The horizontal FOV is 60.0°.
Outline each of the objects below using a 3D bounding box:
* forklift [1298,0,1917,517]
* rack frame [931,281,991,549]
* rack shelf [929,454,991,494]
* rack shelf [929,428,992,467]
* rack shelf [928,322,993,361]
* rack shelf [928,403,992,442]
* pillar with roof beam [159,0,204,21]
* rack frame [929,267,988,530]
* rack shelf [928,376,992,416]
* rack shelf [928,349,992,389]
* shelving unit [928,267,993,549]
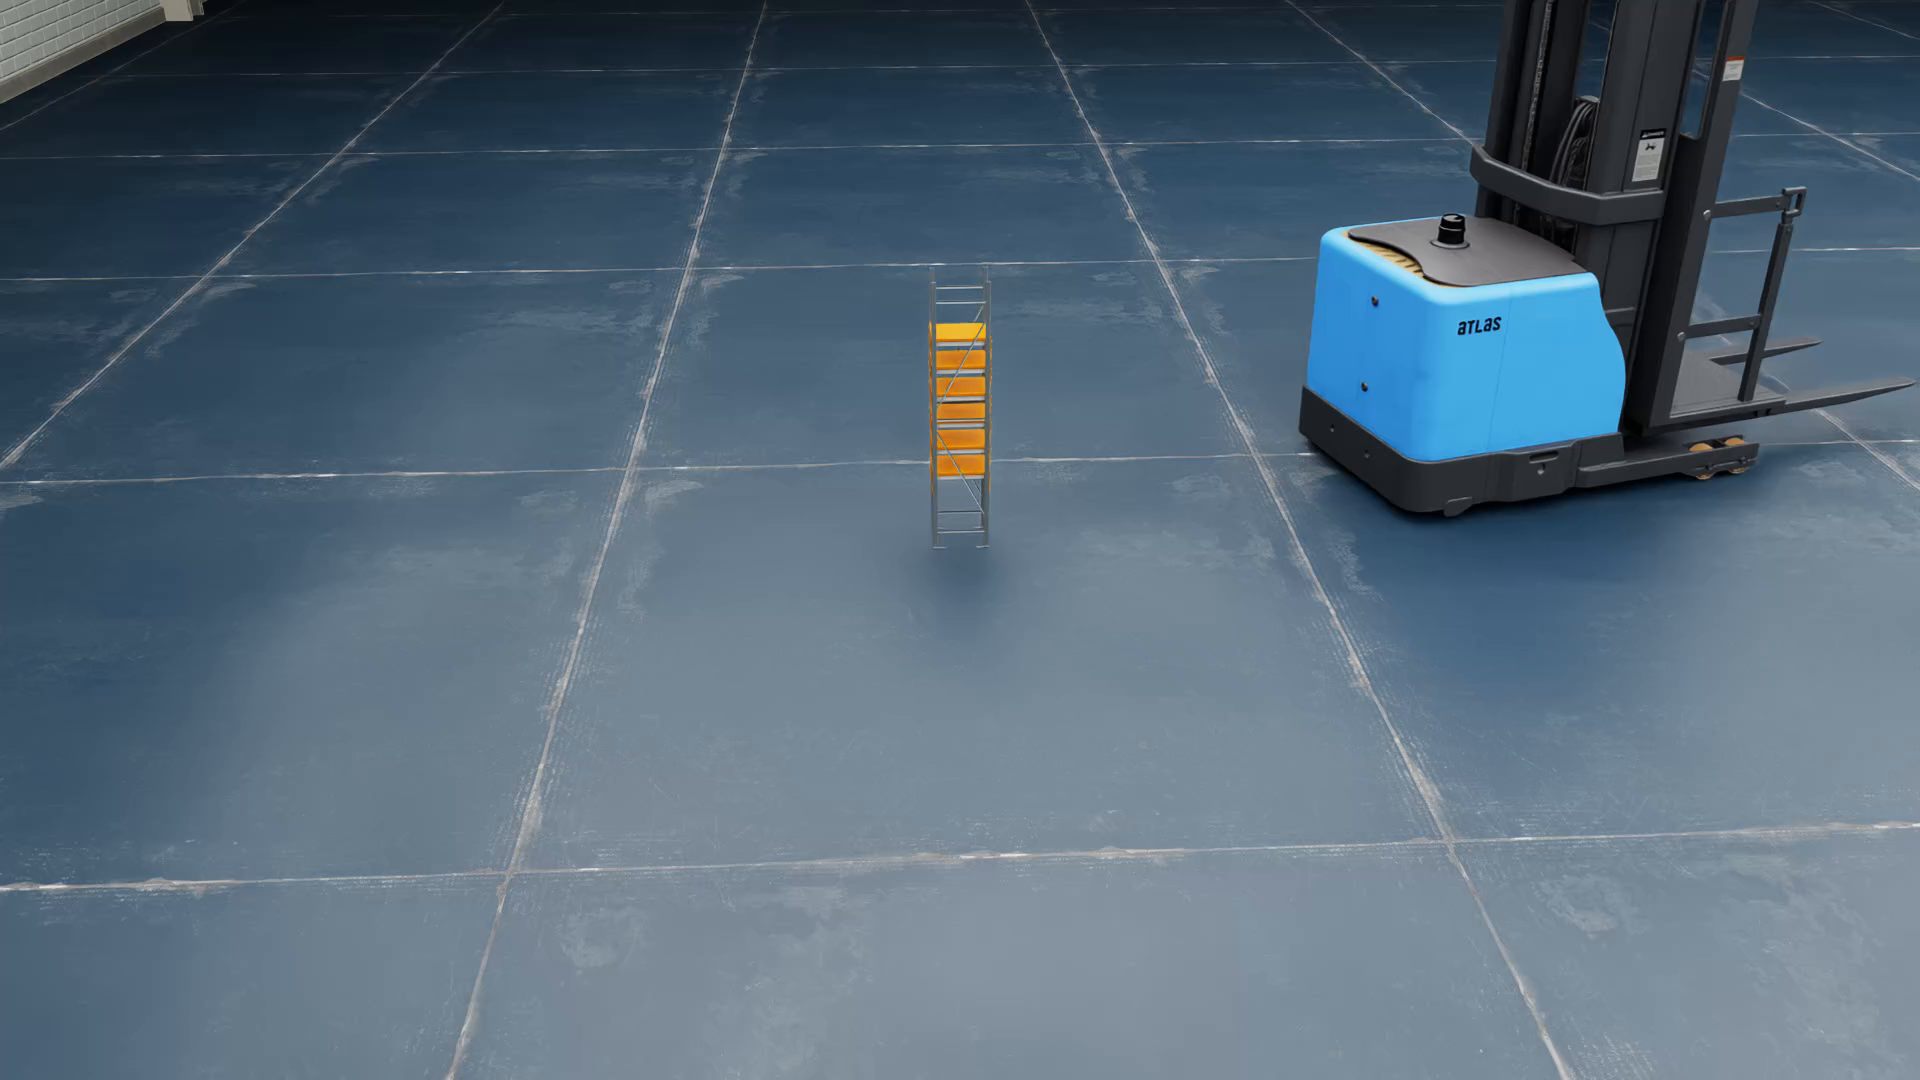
[{"bbox_3d":[3.227,-1.803,7.537,3.031,2.935,1.130,-9,29,-17],"label":"forklift"},{"bbox_3d":[0.004,-0.496,6.904,0.240,1.200,0.006,-1,28,-3],"label":"rack frame"},{"bbox_3d":[-0.001,-0.286,7.117,0.258,0.103,0.180,-1,28,-3],"label":"rack shelf"},{"bbox_3d":[-0.001,-0.393,7.061,0.258,0.103,0.180,-1,28,-3],"label":"rack shelf"},{"bbox_3d":[-0.001,-0.818,6.839,0.258,0.103,0.180,-1,28,-3],"label":"rack shelf"},{"bbox_3d":[-0.001,-0.499,7.006,0.258,0.103,0.180,-1,28,-3],"label":"rack shelf"},{"bbox_3d":[-4.209,-9.821,16.348,9.100,9.000,0.400,-1,28,-3],"label":"pillar with roof beam"},{"bbox_3d":[-0.006,-0.581,7.066,0.240,1.200,0.006,-1,28,-3],"label":"rack frame"},{"bbox_3d":[-0.001,-0.606,6.950,0.258,0.103,0.180,-1,28,-3],"label":"rack shelf"},{"bbox_3d":[-0.001,-0.712,6.895,0.258,0.103,0.180,-1,28,-3],"label":"rack shelf"},{"bbox_3d":[-0.001,-0.539,6.985,0.258,1.200,0.189,-1,28,-3],"label":"shelving unit"}]
